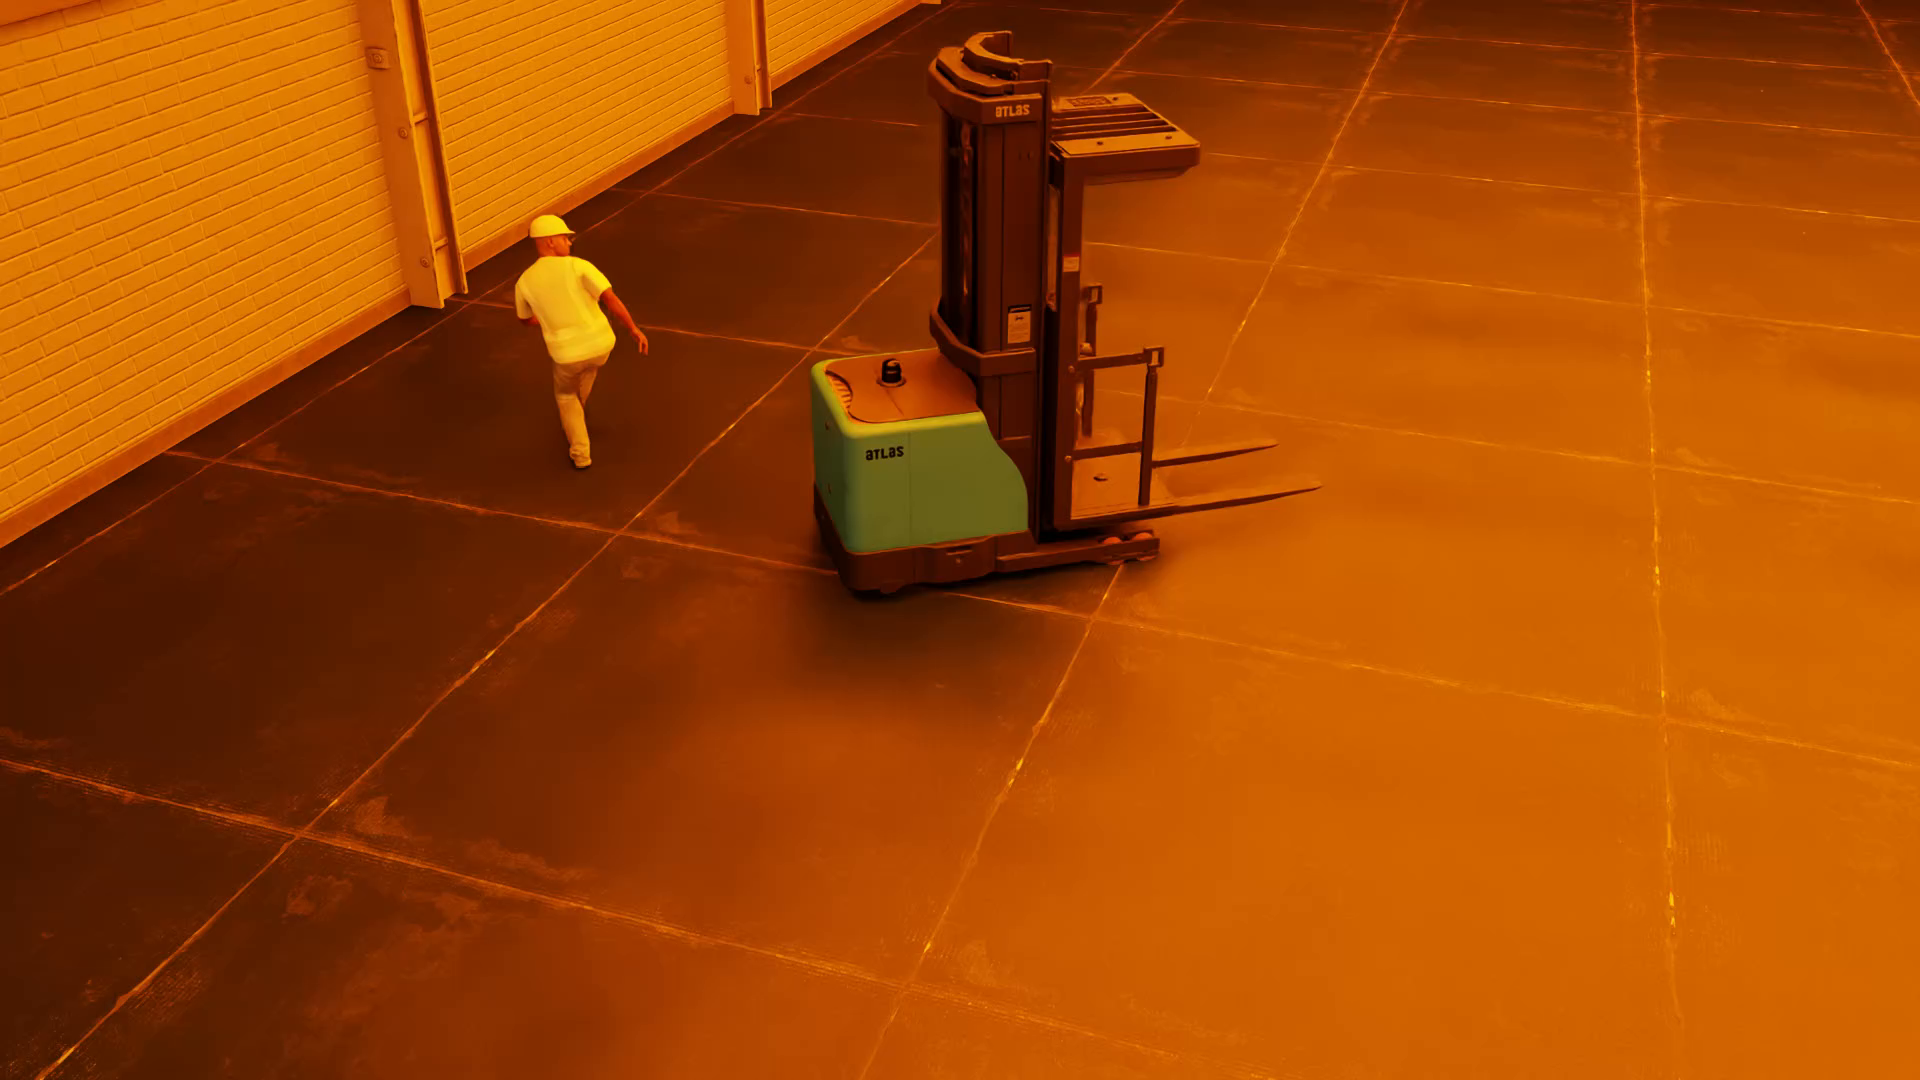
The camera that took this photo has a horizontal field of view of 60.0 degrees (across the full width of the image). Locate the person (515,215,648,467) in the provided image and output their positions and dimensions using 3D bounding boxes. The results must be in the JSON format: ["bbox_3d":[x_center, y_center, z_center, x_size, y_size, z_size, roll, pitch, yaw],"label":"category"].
[{"bbox_3d":[-2.459,-1.347,10.862,0.809,1.594,0.817,-6,30,-10],"label":"person"}]

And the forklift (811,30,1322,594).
[{"bbox_3d":[0.685,-1.365,9.531,3.031,2.935,1.130,-8,31,-14],"label":"forklift"}]
